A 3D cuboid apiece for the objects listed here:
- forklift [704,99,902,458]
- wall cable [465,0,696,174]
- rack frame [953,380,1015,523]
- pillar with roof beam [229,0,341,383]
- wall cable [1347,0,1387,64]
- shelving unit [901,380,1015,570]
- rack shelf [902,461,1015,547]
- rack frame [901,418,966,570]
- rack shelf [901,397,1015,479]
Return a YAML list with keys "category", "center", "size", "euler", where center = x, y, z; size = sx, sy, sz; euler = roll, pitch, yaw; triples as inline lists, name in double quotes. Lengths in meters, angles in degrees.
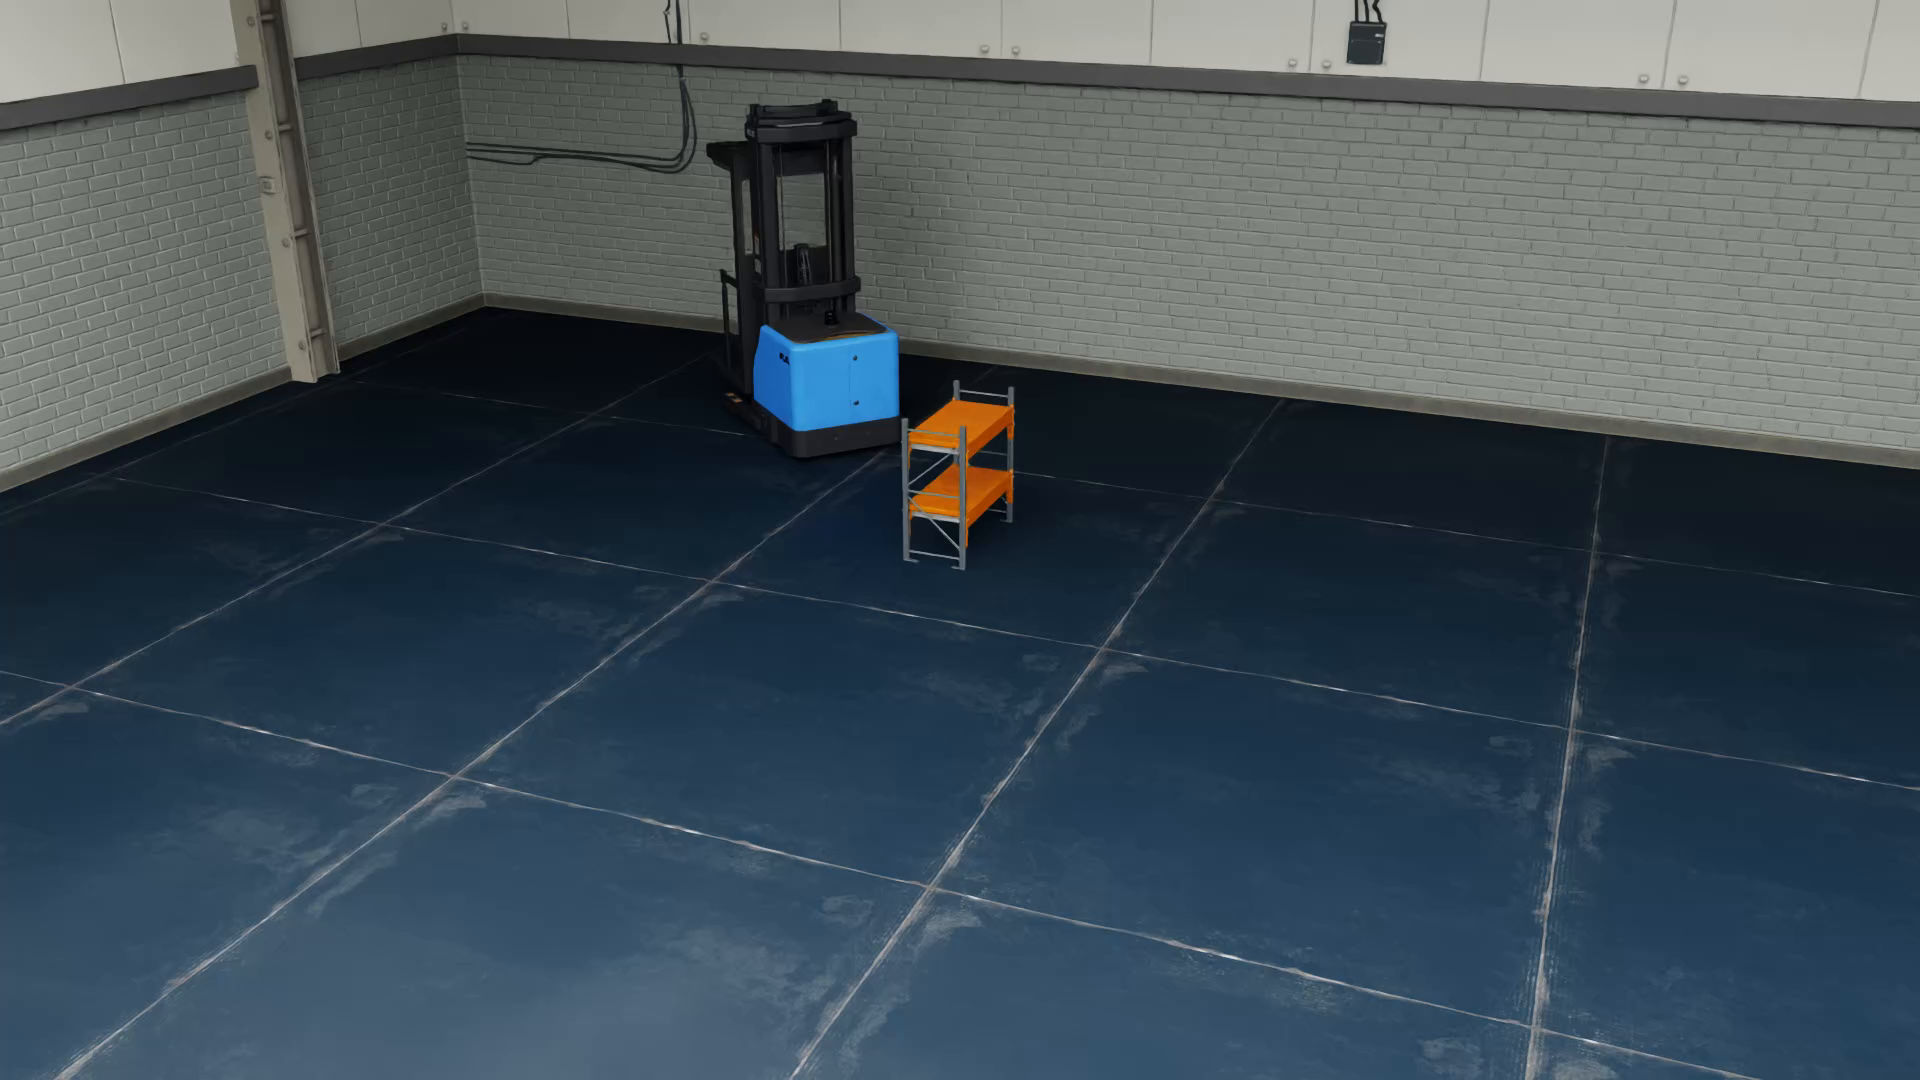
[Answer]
- category: "forklift"
  center: [-1.637, -2.602, 15.398]
  size: [1.130, 2.935, 3.031]
  euler: [-11, 25, -25]
- category: "wall cable"
  center: [-4.258, -5.259, 17.916]
  size: [3.097, 2.526, 0.112]
  euler: [9, 24, 20]
- category: "rack frame"
  center: [0.186, -0.699, 13.185]
  size: [0.500, 1.125, 0.032]
  euler: [9, 24, 20]
- category: "pillar with roof beam"
  center: [-2.583, -5.211, 13.771]
  size: [9.100, 9.000, 0.400]
  euler: [9, 24, 20]
- category: "wall cable"
  center: [4.551, -6.896, 13.395]
  size: [2.305, 6.003, 0.169]
  euler: [9, 24, 20]
- category: "shelving unit"
  center: [-0.003, -0.517, 12.750]
  size: [0.538, 1.125, 1.048]
  euler: [9, 24, 20]
- category: "rack shelf"
  center: [-0.003, -0.291, 12.844]
  size: [0.538, 0.278, 1.000]
  euler: [9, 24, 20]
- category: "rack frame"
  center: [-0.191, -0.335, 12.314]
  size: [0.500, 1.125, 0.032]
  euler: [9, 24, 20]
- category: "rack shelf"
  center: [-0.003, -0.787, 12.637]
  size: [0.538, 0.278, 1.000]
  euler: [9, 24, 20]
